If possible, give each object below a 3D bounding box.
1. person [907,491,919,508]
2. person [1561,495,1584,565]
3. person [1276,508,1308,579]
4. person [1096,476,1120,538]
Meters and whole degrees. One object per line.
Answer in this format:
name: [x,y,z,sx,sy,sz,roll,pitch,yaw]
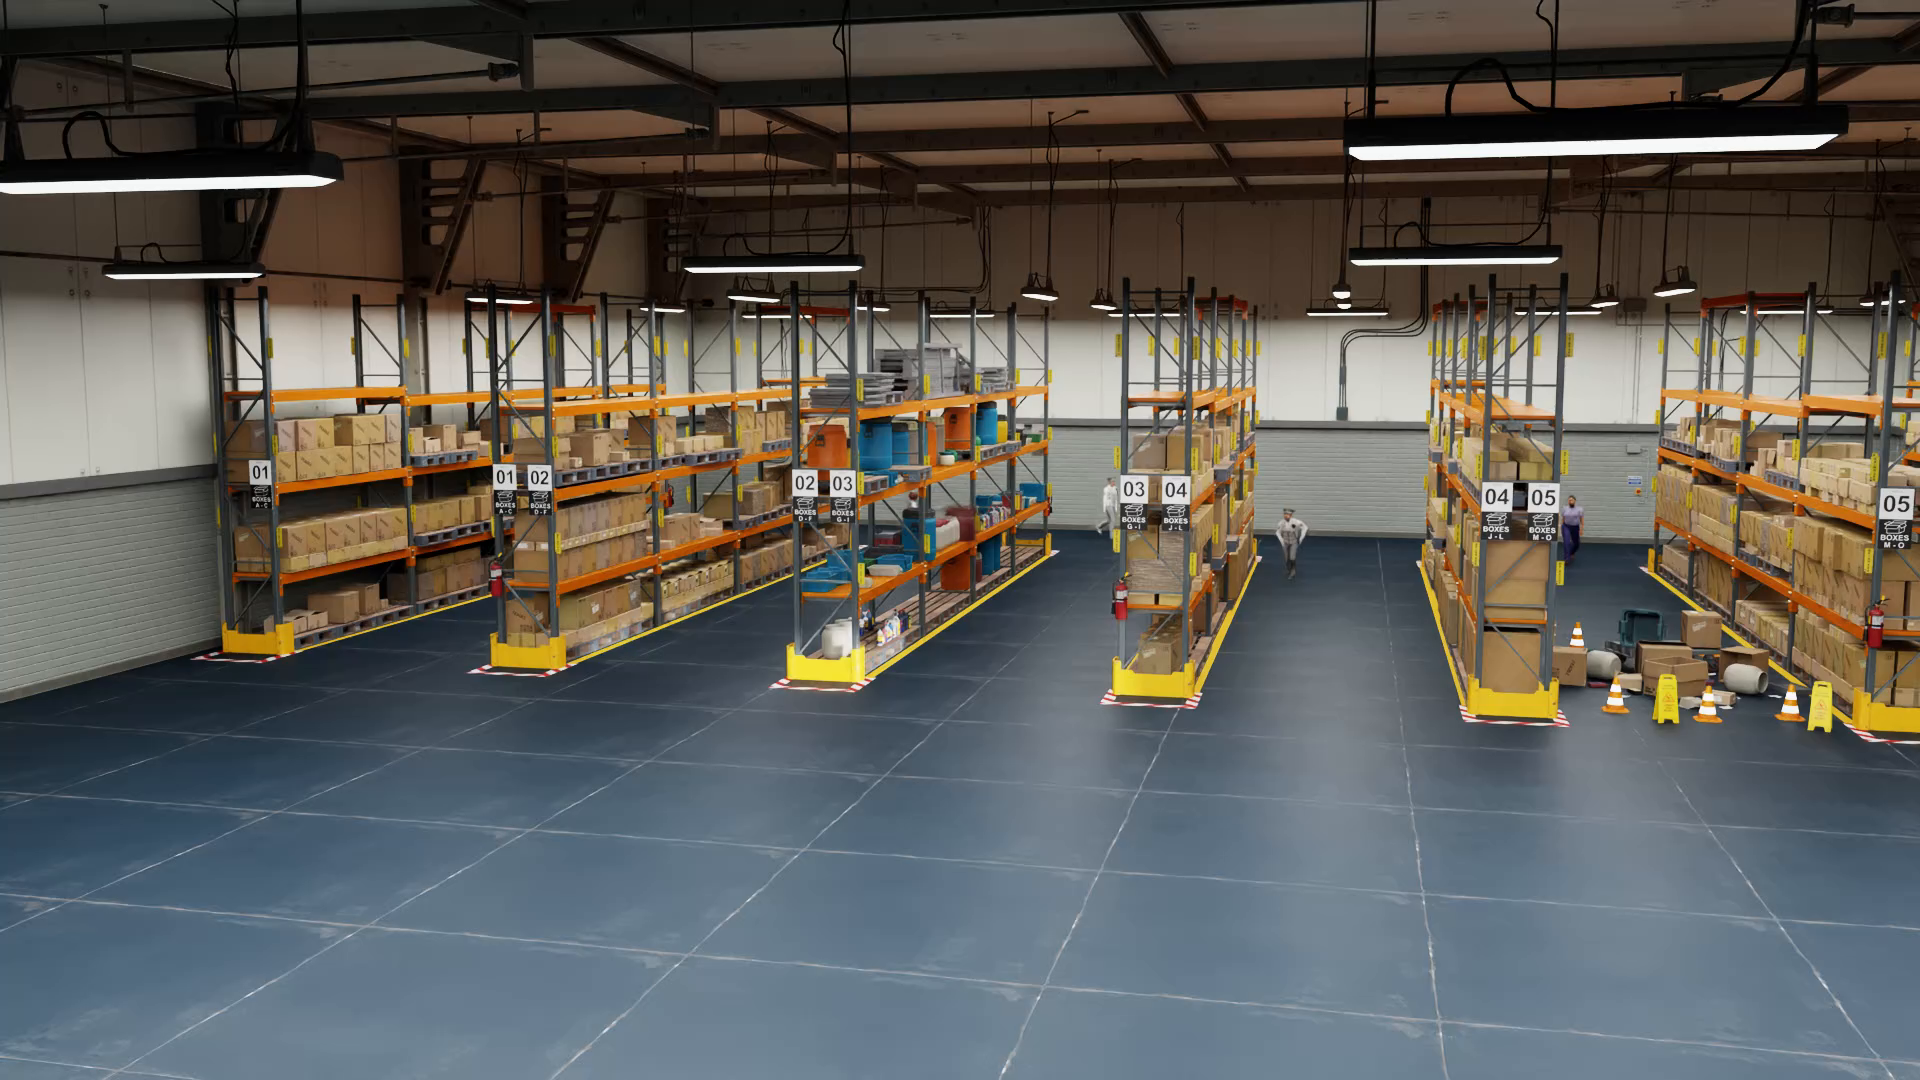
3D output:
person: [-1.170,-0.382,39.985,0.438,1.599,0.448,-3,7,-25]
person: [14.265,-0.258,38.759,0.488,1.601,0.838,1,7,11]
person: [7.205,0.074,36.111,0.664,1.587,0.682,3,7,22]
person: [3.938,-0.880,44.012,0.751,1.640,0.467,4,8,34]
